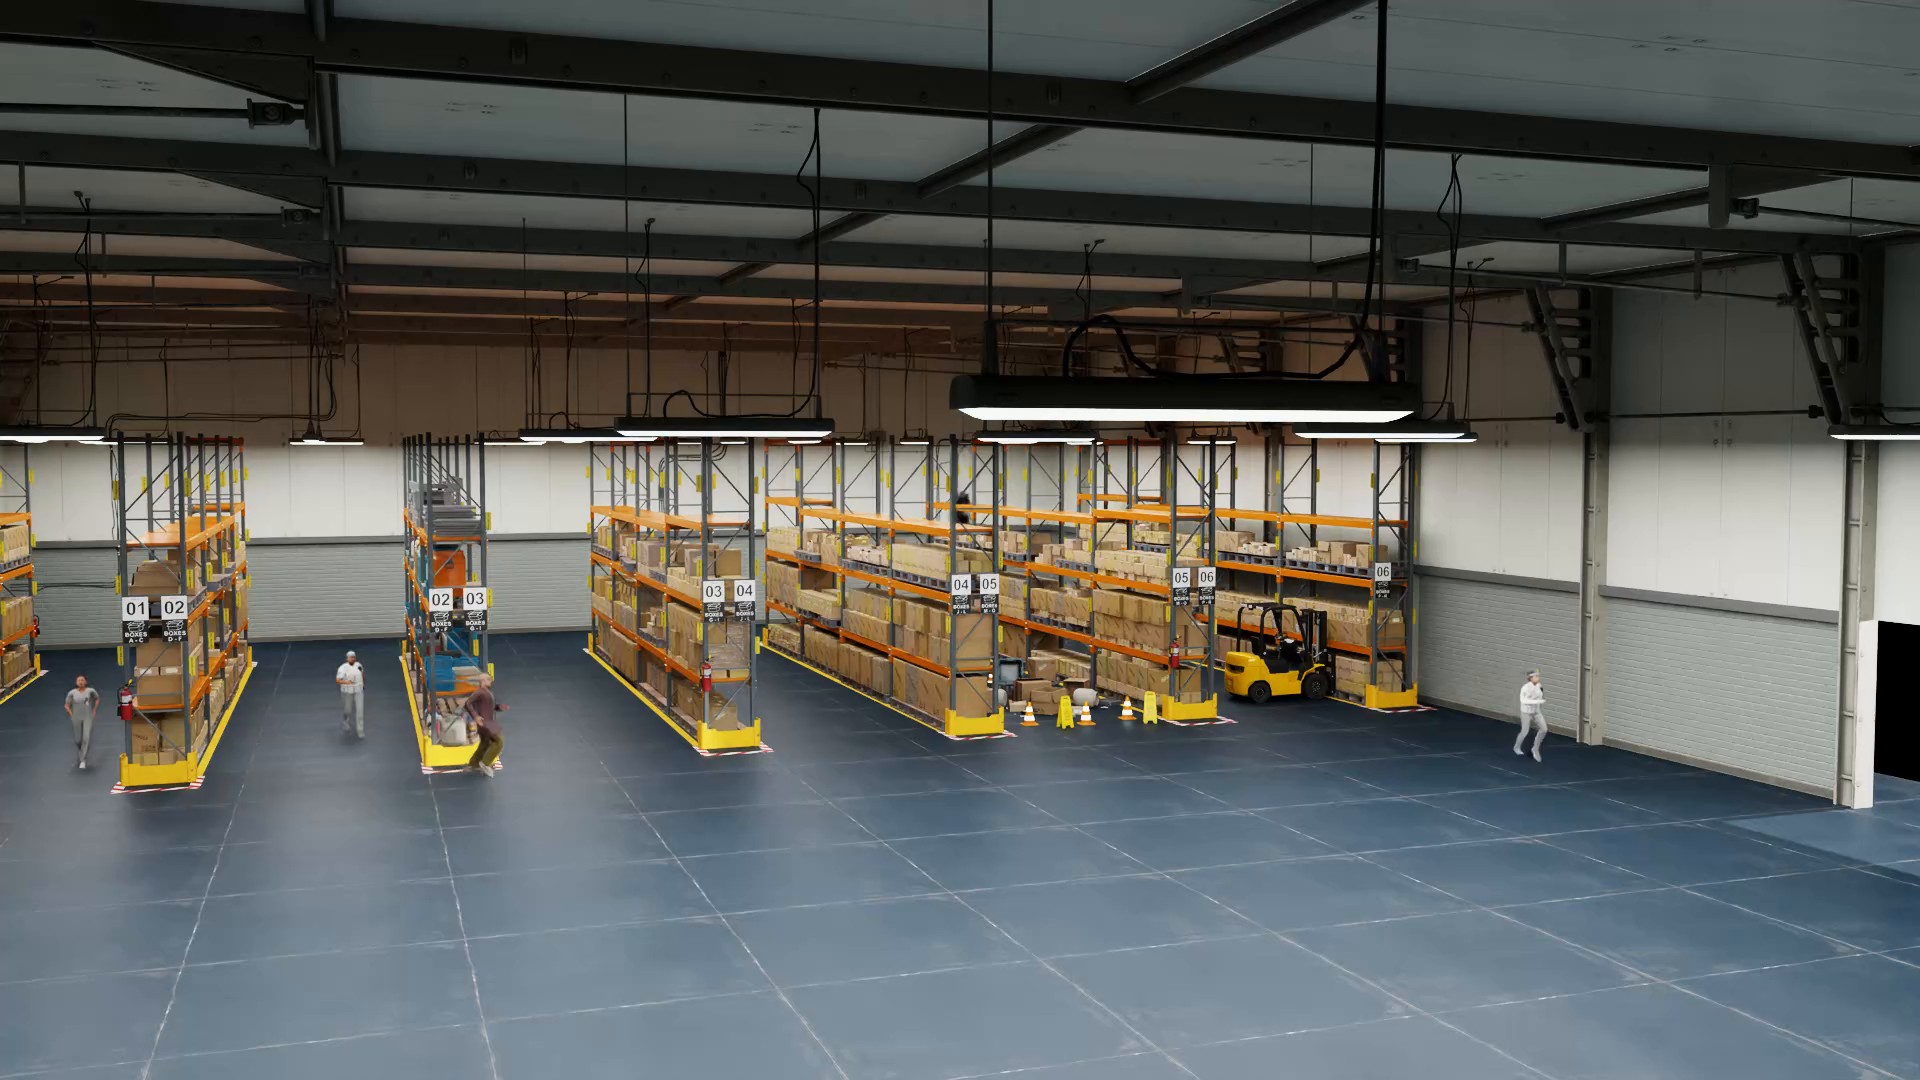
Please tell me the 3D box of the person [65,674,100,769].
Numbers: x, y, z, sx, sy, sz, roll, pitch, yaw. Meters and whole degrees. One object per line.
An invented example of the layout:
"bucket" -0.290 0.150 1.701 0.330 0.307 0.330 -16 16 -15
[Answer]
"person" -15.813 3.243 29.976 0.567 1.665 0.863 -1 3 -25

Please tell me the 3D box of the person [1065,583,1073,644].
"person" 3.046 2.088 47.170 0.596 1.741 0.642 -2 4 -28

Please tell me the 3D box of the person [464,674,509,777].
"person" -8.251 3.255 29.007 0.778 1.758 0.677 0 3 -3

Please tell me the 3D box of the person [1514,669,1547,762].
"person" 10.472 3.190 30.514 0.639 1.701 0.805 -1 3 -25

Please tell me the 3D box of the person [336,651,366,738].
"person" -12.100 3.045 33.068 0.602 1.680 0.934 -2 4 -34
